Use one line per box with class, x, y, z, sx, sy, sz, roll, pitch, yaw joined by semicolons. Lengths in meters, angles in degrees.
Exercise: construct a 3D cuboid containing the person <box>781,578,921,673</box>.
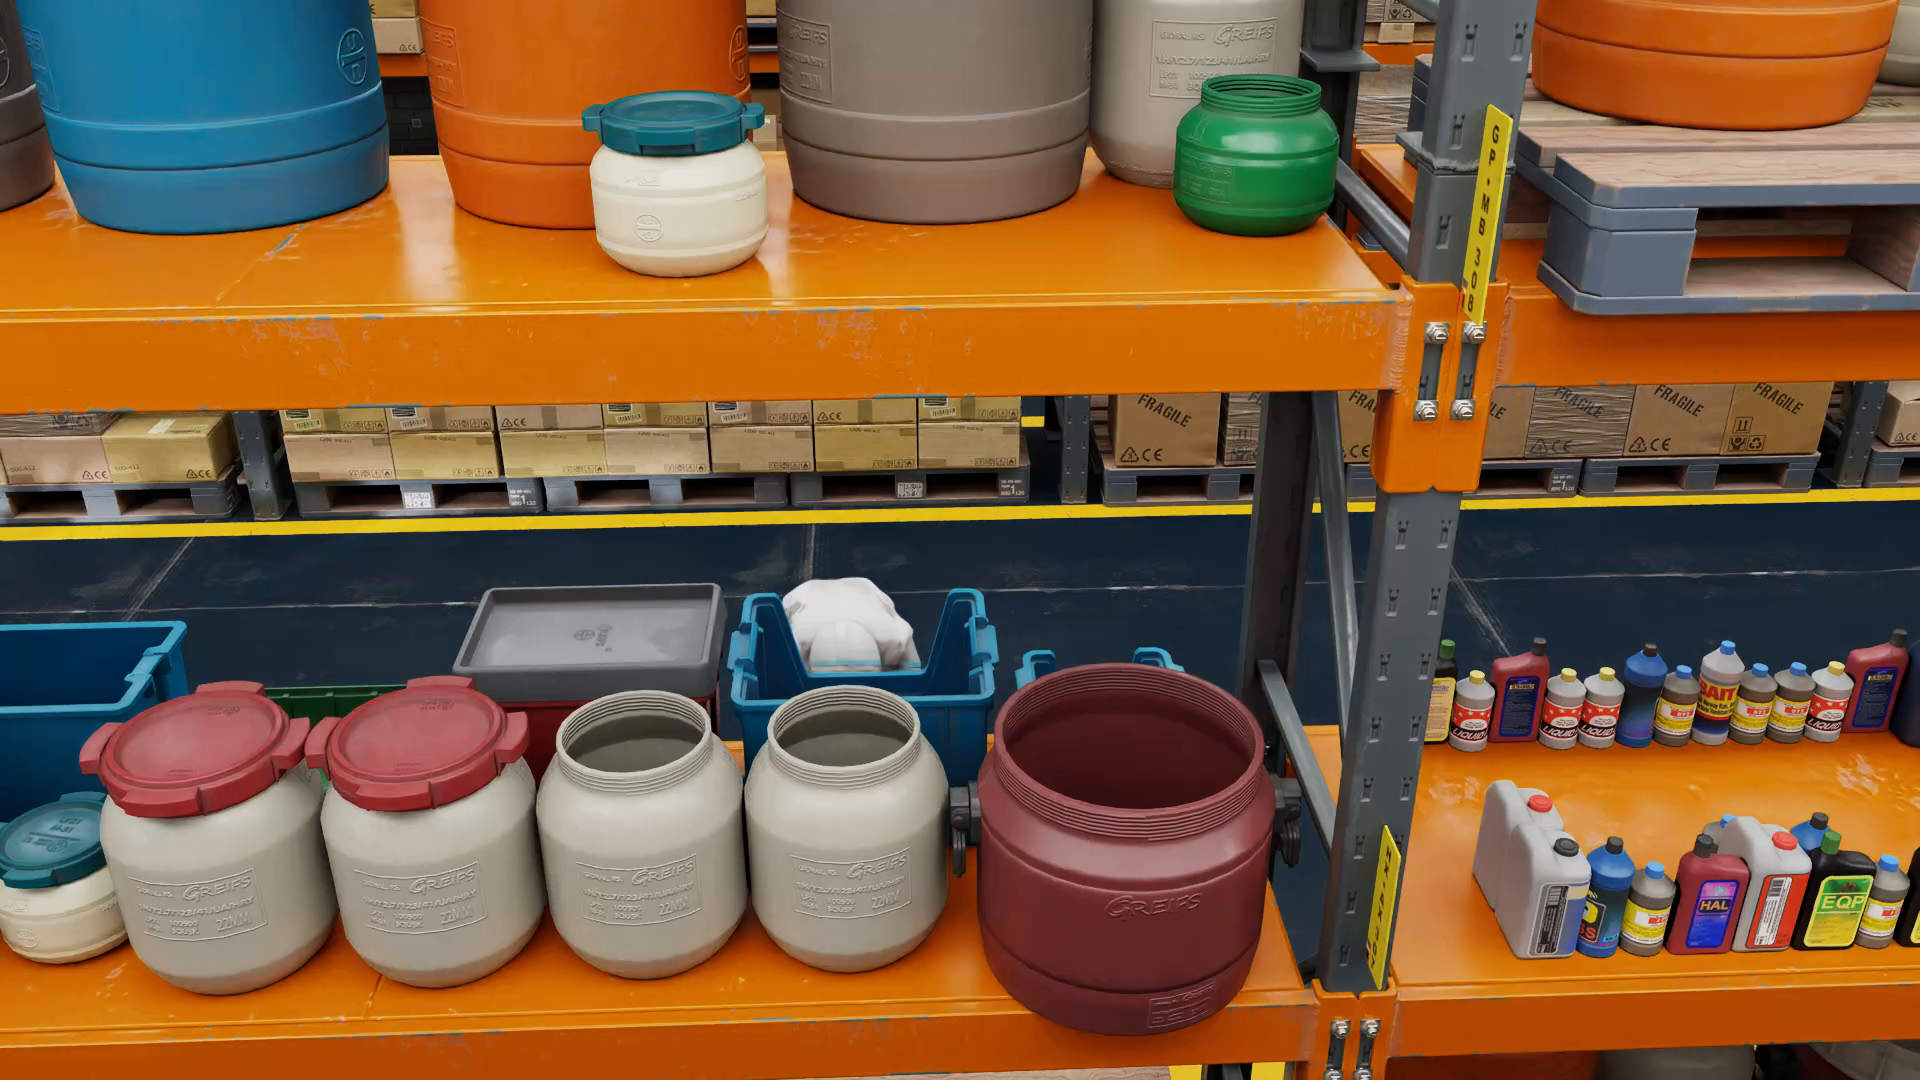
person;-0.375;0.664;5.313;0.497;1.319;0.909;-2;27;-4
